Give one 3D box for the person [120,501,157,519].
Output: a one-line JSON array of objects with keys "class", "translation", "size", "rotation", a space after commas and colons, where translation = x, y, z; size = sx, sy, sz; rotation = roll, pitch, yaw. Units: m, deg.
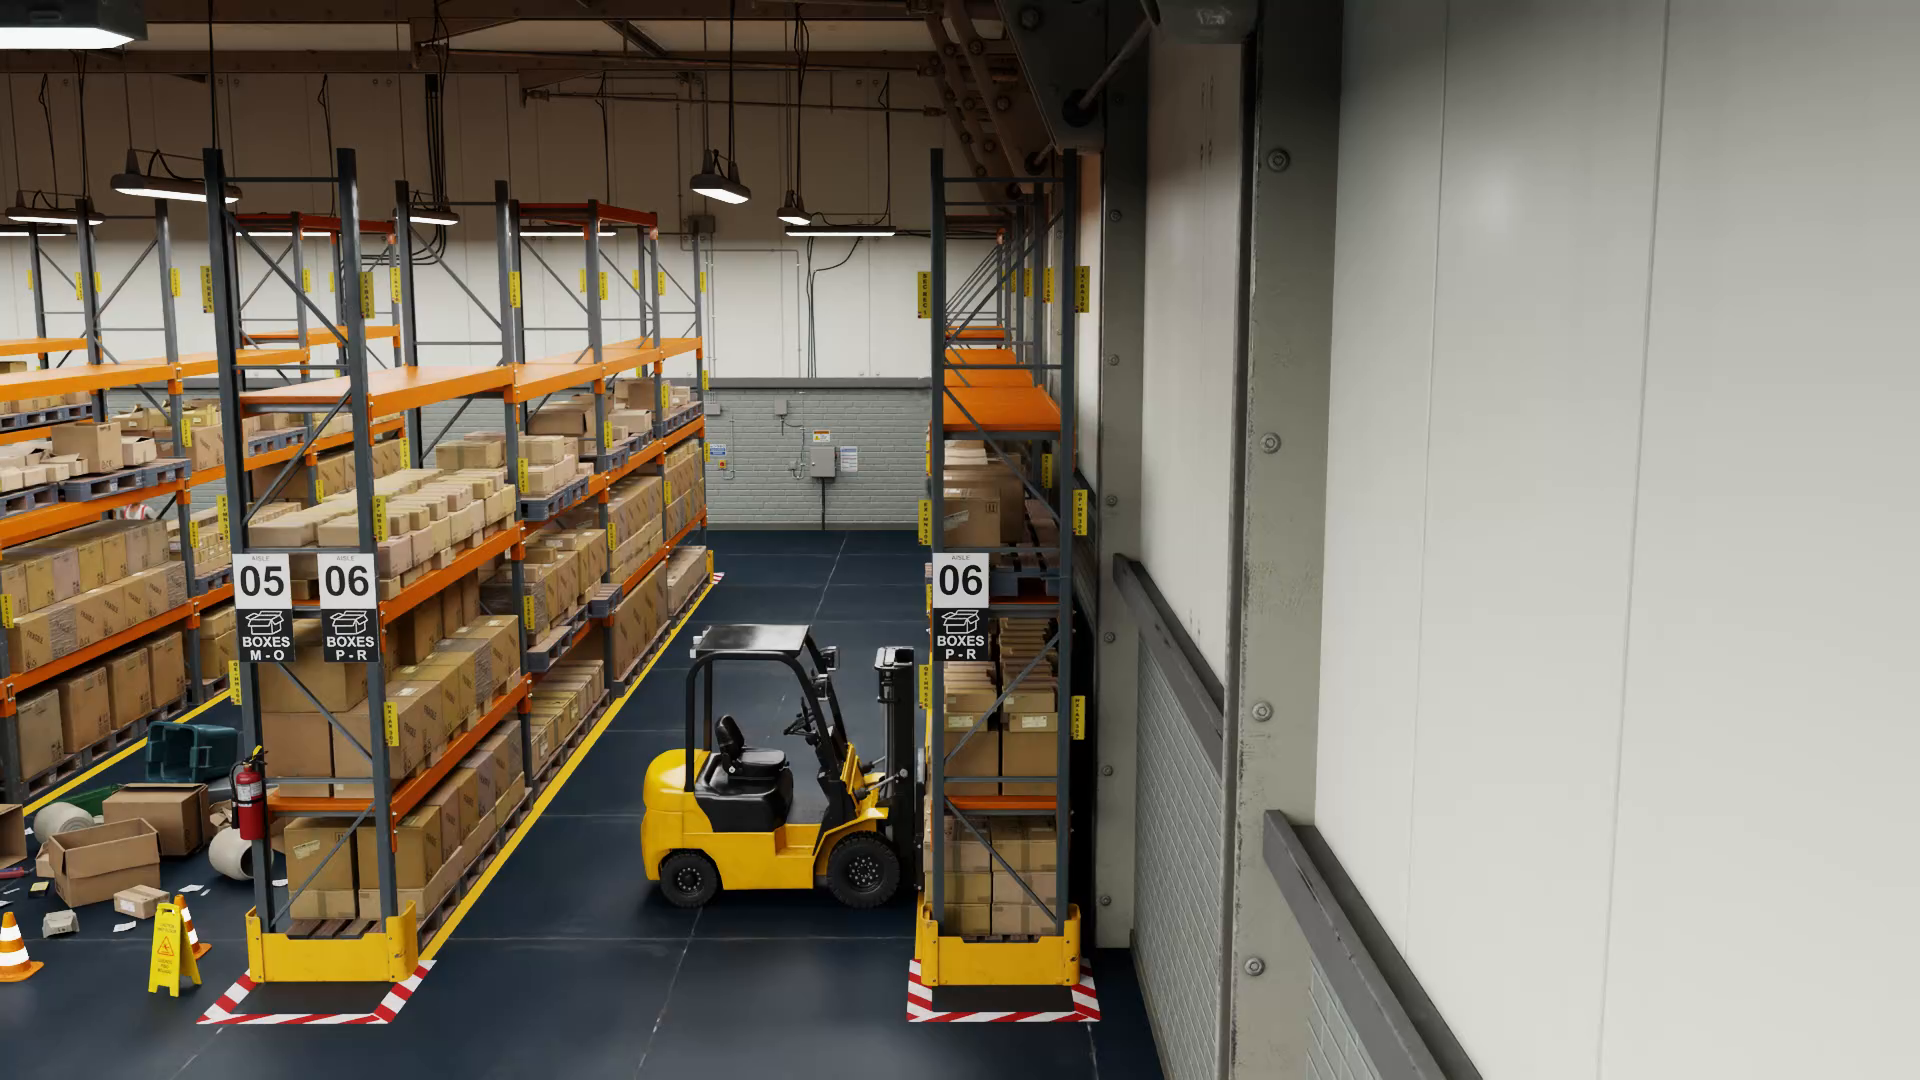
[{"class": "person", "translation": [-12.991, 0.066, 26.305], "size": [0.652, 1.805, 0.983], "rotation": [-1, 9, -8]}]
